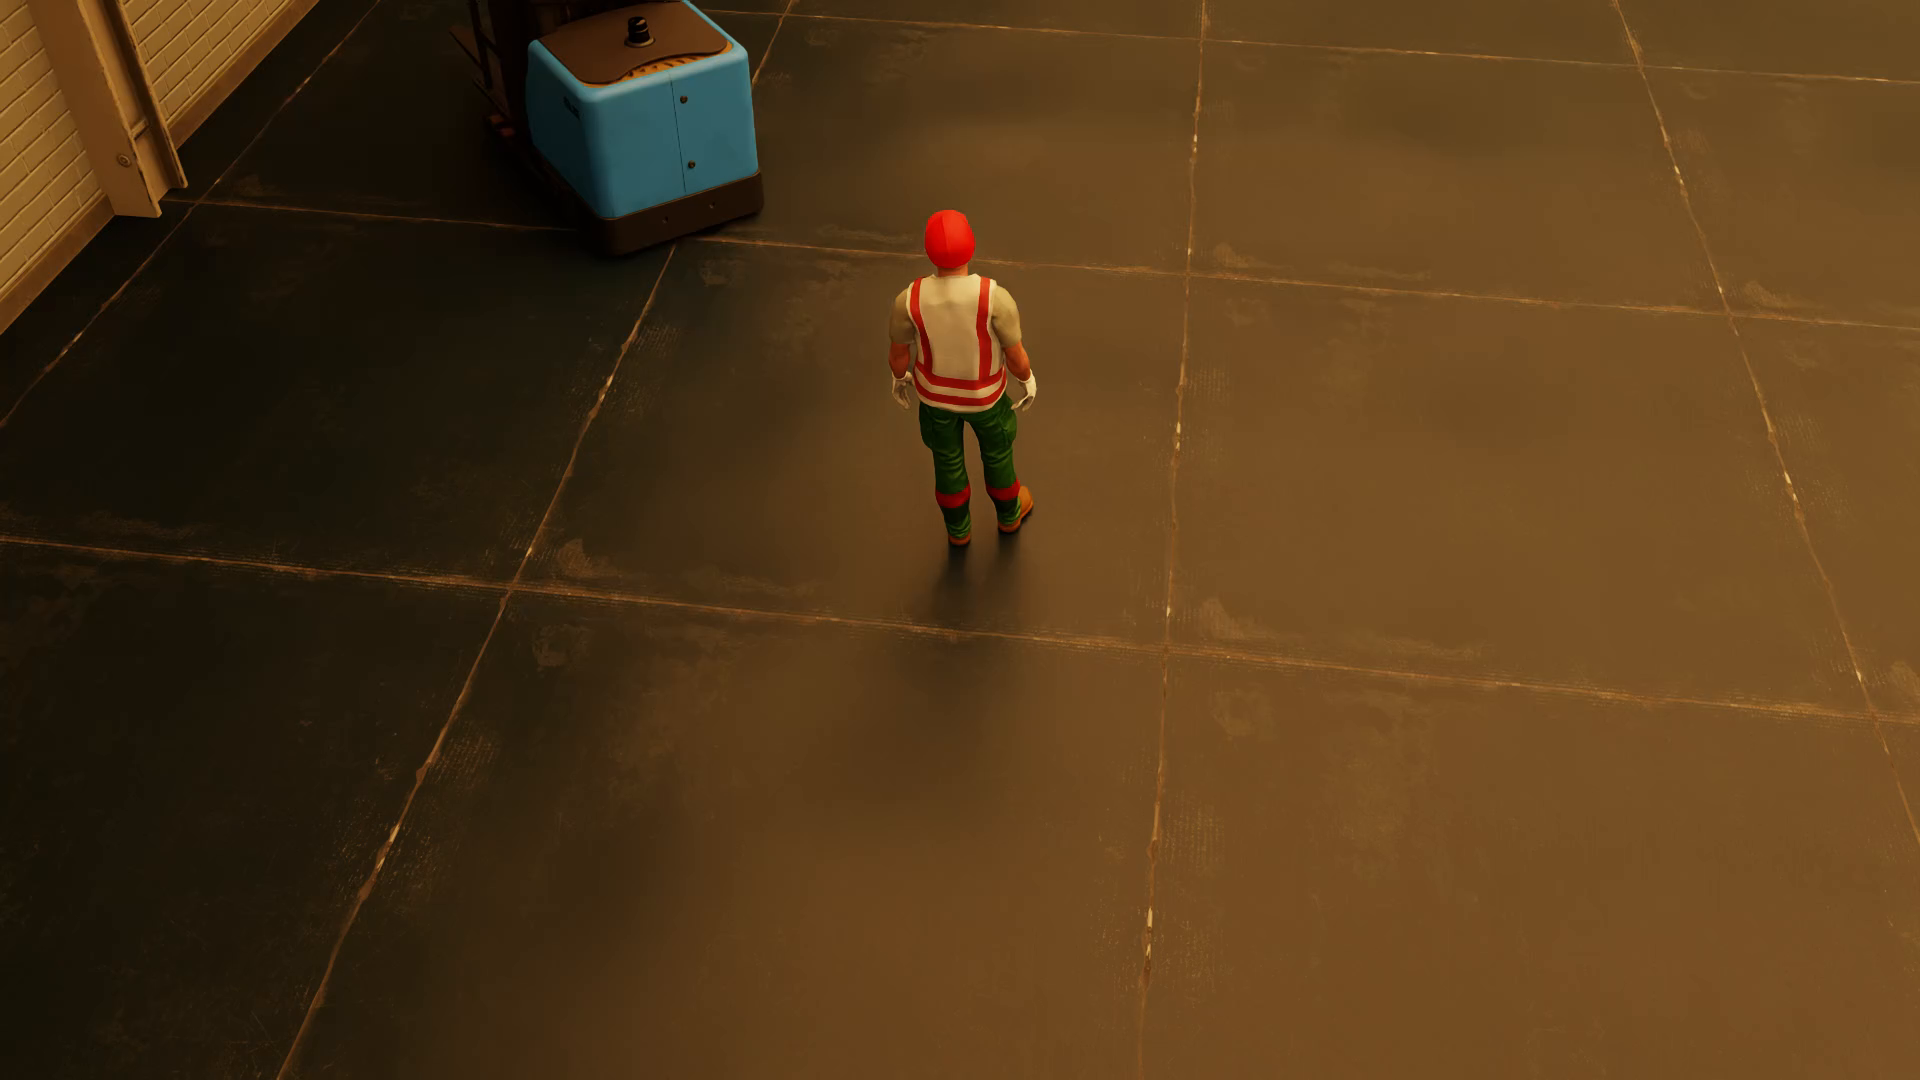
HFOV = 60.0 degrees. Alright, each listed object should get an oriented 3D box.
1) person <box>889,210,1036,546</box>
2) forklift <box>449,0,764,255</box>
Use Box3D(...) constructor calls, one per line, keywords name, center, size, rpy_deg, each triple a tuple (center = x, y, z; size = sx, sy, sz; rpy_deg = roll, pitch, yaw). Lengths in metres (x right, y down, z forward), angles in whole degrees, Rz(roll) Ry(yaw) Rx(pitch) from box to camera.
Box3D(name="person", center=(0.023, -0.717, 7.338), size=(0.637, 1.787, 0.564), rpy_deg=(5, 43, 6))
Box3D(name="forklift", center=(-2.395, -3.688, 9.739), size=(1.130, 2.935, 3.031), rpy_deg=(-24, 48, -24))
